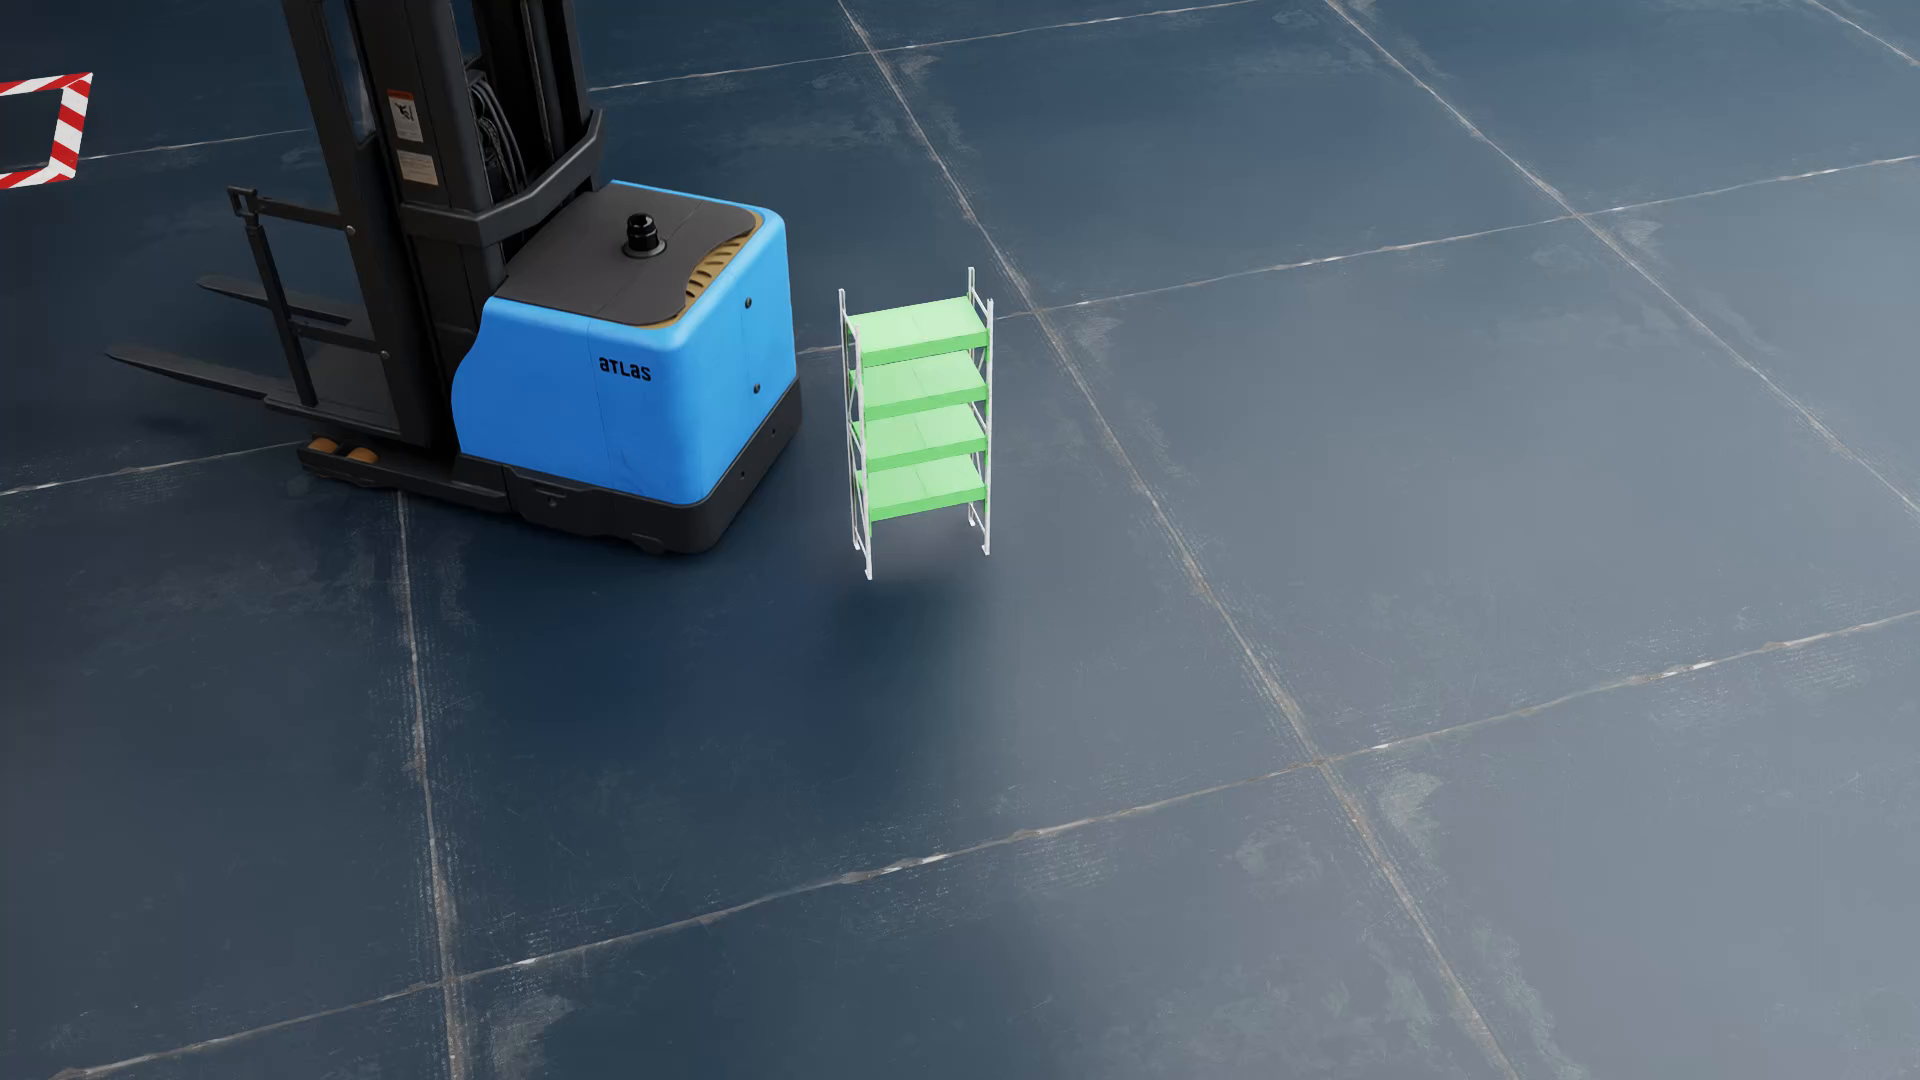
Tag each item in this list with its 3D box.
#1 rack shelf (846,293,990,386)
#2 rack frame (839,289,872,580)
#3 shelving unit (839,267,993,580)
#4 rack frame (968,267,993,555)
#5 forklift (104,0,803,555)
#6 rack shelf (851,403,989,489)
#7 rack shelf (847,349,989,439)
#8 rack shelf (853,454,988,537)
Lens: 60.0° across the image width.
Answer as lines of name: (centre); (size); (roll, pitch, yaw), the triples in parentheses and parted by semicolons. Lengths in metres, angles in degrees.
rack shelf: (-0.158, -0.732, 6.044); (0.480, 0.148, 0.258); (-12, 42, -13)
rack frame: (-0.391, -0.371, 6.263); (0.015, 1.200, 0.240); (-12, 42, -13)
shelving unit: (-0.158, -0.419, 6.318); (0.503, 1.200, 0.258); (-12, 42, -13)
rack frame: (0.075, -0.467, 6.373); (0.015, 1.200, 0.240); (-12, 42, -13)
forklift: (-2.256, -1.637, 6.396); (3.031, 2.935, 1.130); (13, 43, 15)
rack shelf: (-0.158, -0.371, 6.360); (0.480, 0.148, 0.258); (-12, 42, -13)
rack shelf: (-0.158, -0.552, 6.202); (0.480, 0.148, 0.258); (-12, 42, -13)
rack shelf: (-0.158, -0.190, 6.518); (0.480, 0.148, 0.258); (-12, 42, -13)
